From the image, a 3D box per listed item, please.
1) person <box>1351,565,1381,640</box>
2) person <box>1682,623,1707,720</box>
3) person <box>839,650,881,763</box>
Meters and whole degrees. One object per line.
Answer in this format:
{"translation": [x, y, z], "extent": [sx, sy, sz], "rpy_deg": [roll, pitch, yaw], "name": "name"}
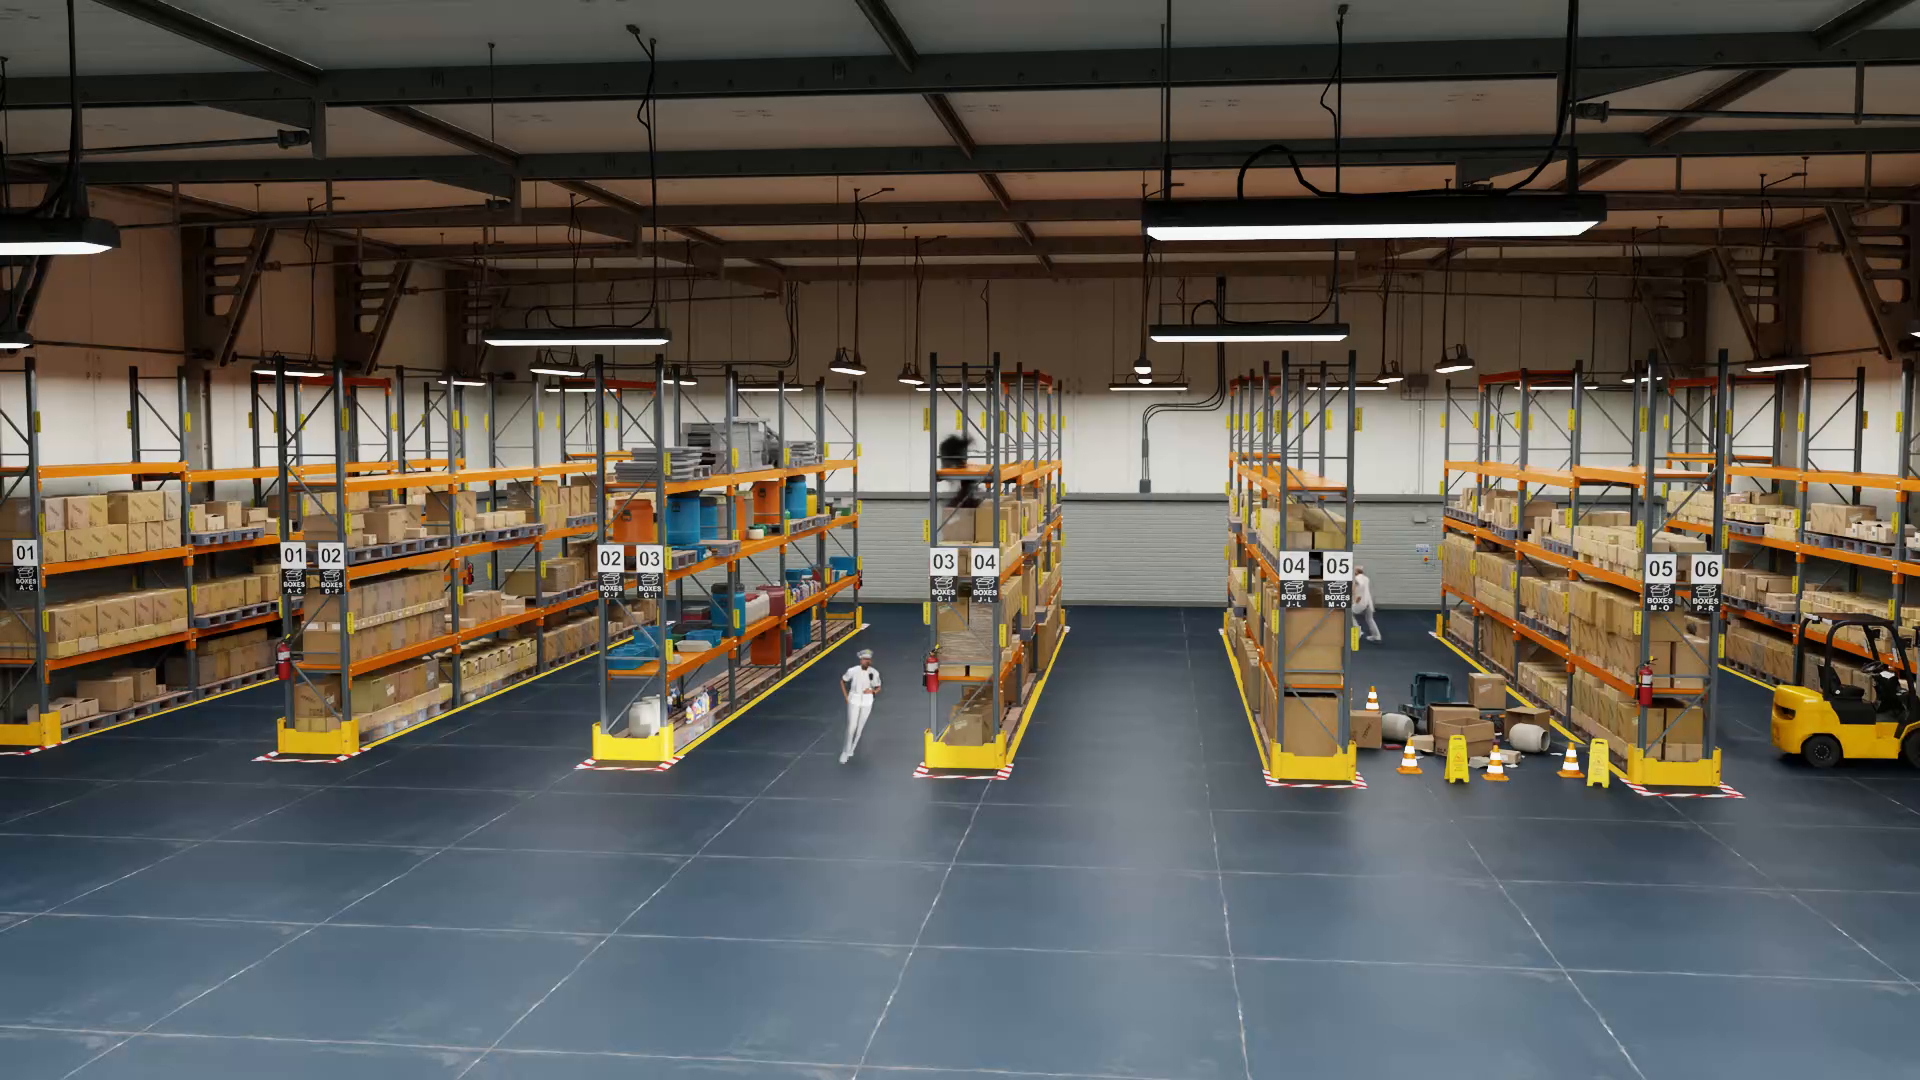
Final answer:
{"translation": [9.217, 1.451, 38.013], "extent": [0.625, 1.726, 1.012], "rpy_deg": [-3, 5, -36], "name": "person"}
{"translation": [12.311, 2.221, 27.921], "extent": [0.574, 1.632, 0.955], "rpy_deg": [0, 4, 2], "name": "person"}
{"translation": [-1.487, 2.450, 24.638], "extent": [0.638, 1.691, 0.663], "rpy_deg": [-1, 4, -11], "name": "person"}
